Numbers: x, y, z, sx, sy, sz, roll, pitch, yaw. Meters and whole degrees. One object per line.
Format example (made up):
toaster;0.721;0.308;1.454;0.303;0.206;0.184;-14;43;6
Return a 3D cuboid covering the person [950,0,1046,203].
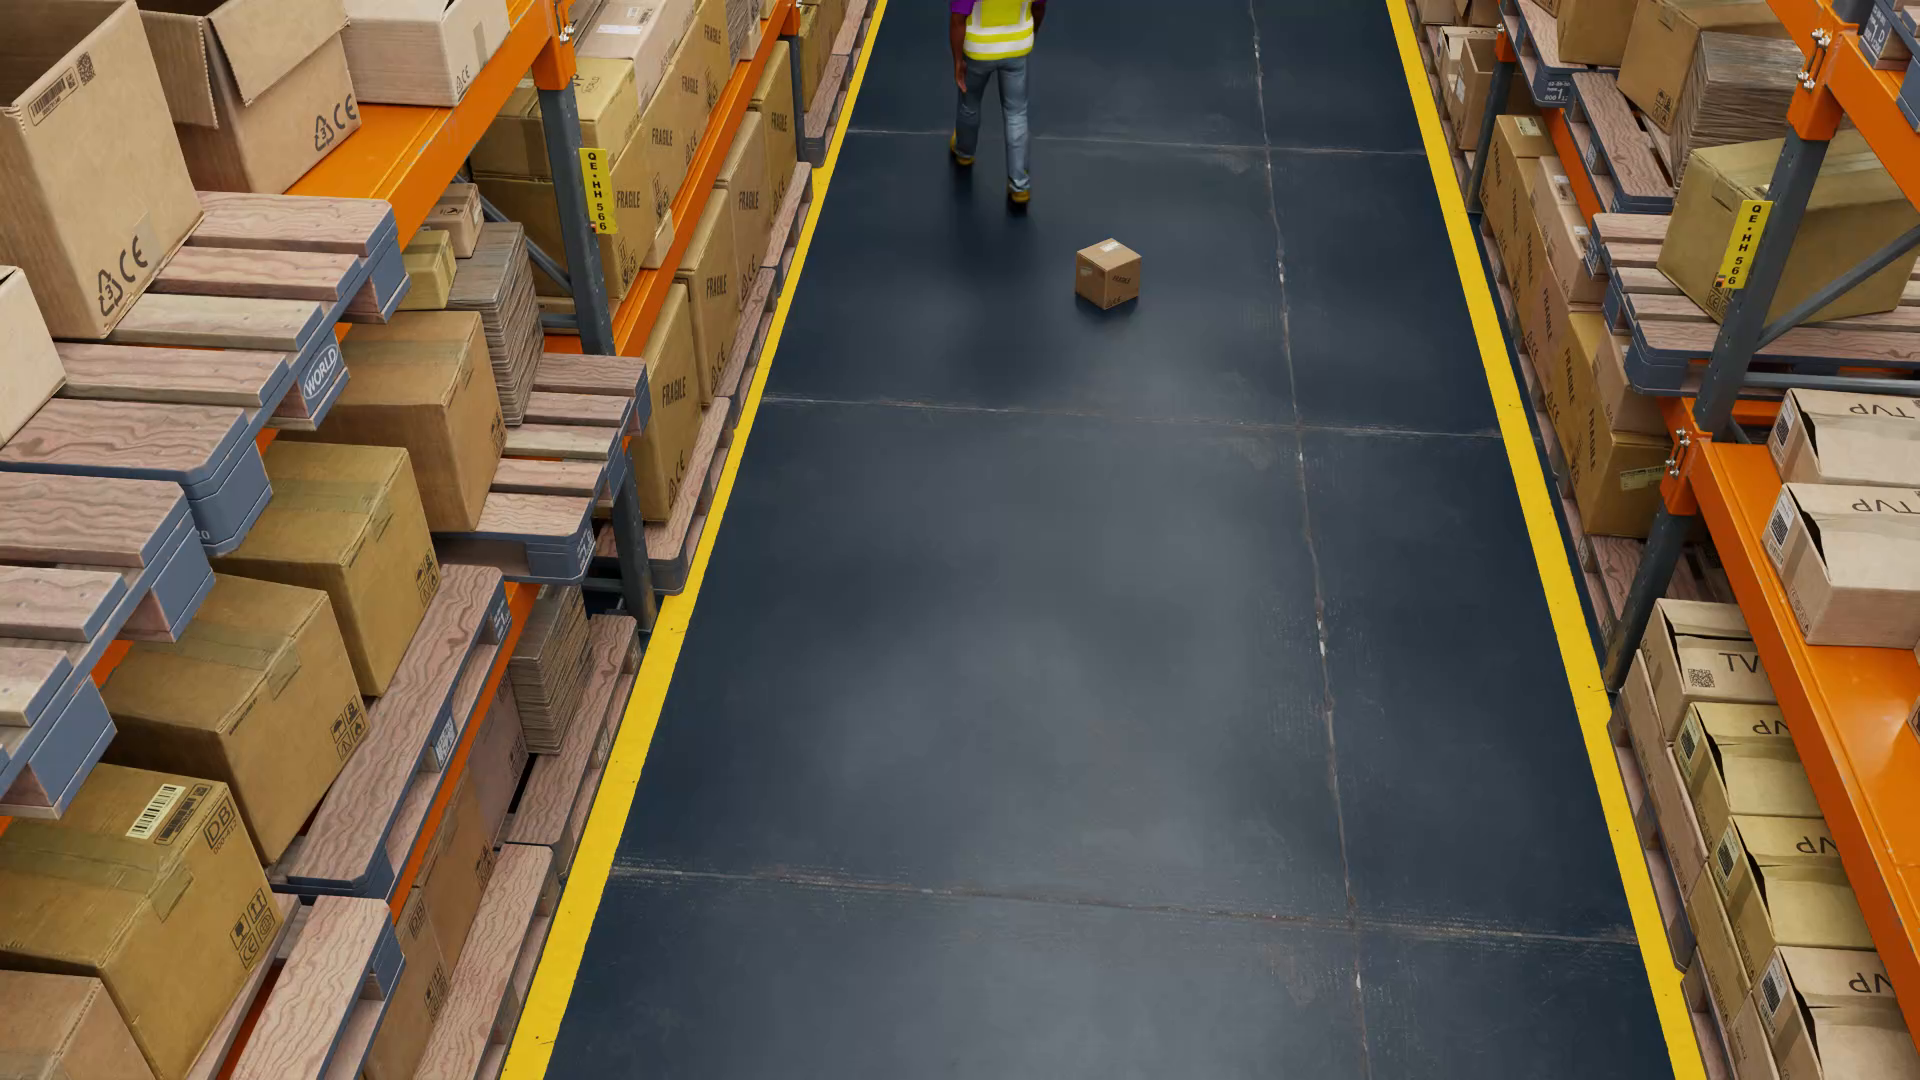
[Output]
person;0.202;-2.877;9.595;0.573;1.729;0.941;-5;40;-6
